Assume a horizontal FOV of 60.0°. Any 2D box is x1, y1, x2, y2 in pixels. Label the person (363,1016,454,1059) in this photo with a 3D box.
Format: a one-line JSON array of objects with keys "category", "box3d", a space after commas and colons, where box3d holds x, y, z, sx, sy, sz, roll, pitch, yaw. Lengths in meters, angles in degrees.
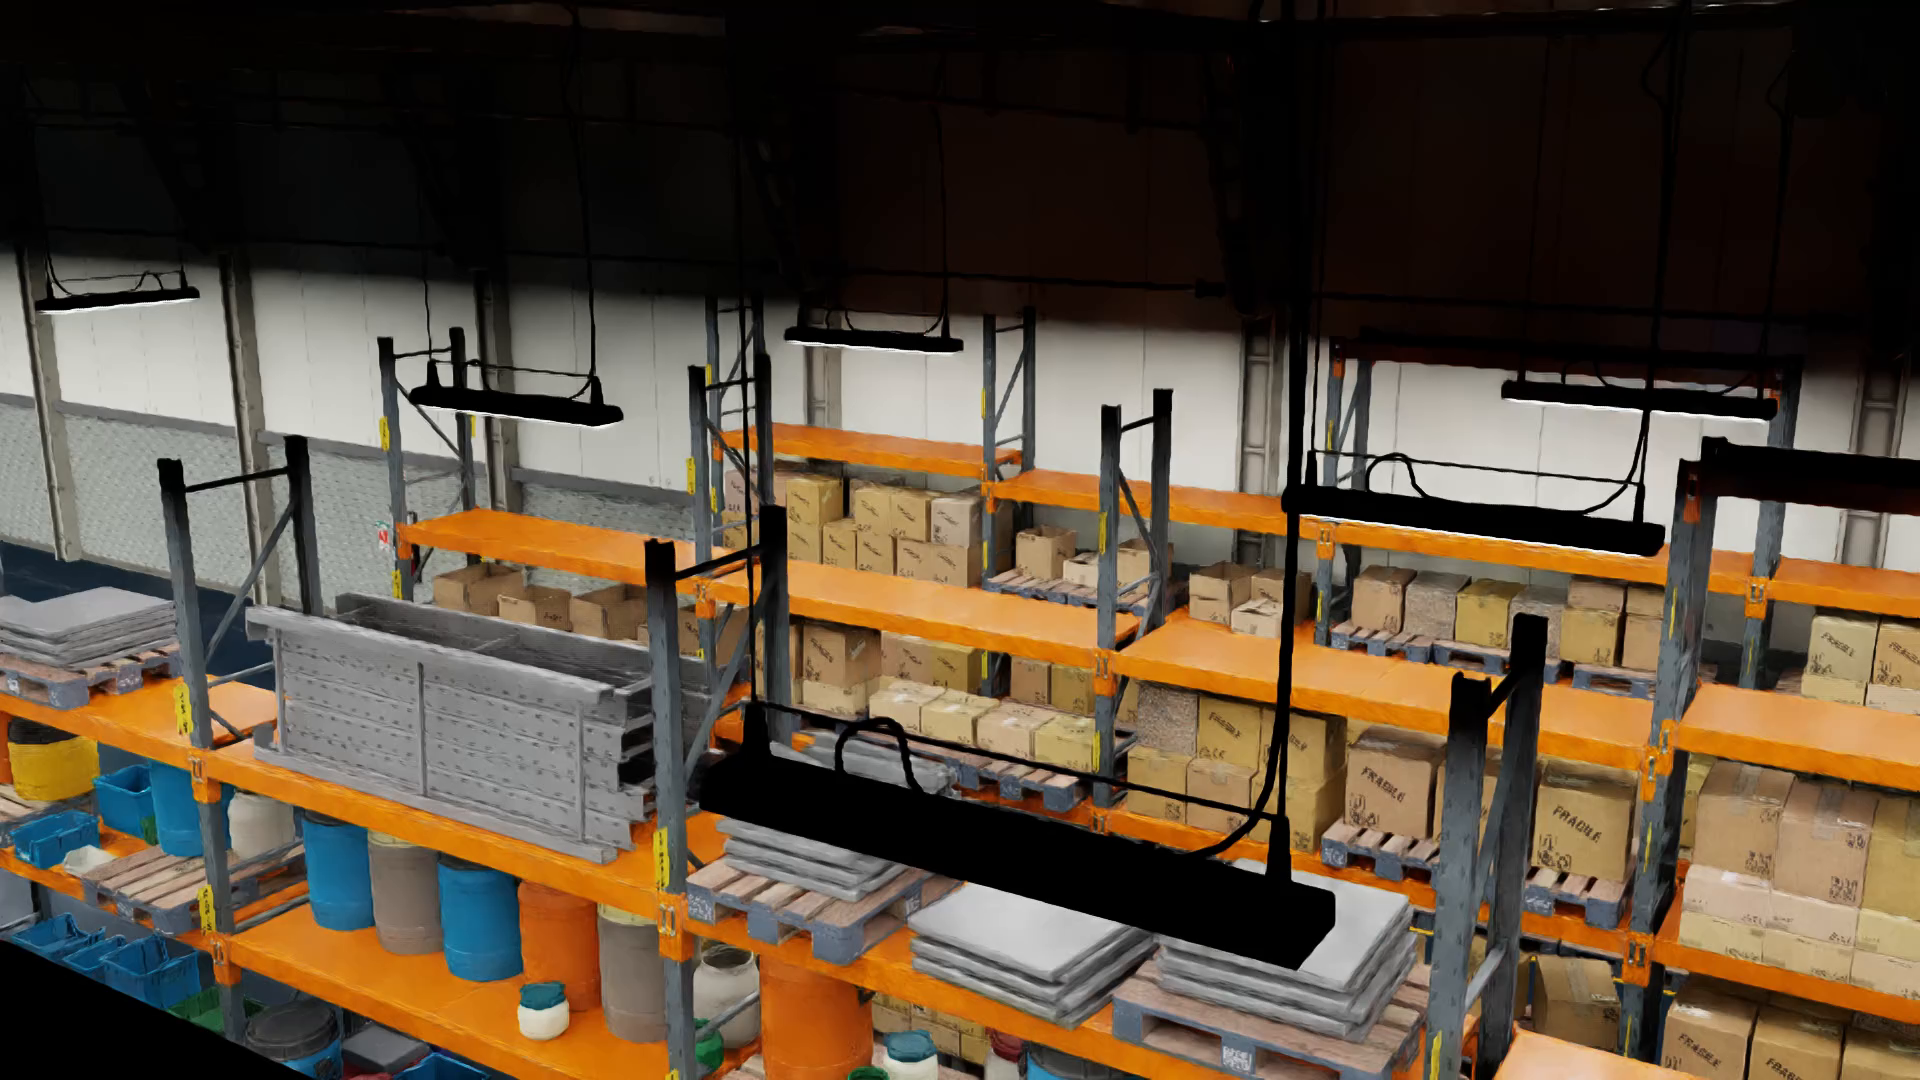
[{"category": "person", "box3d": [-4.891, 3.832, 14.420, 1.091, 1.566, 0.480, 8, 16, 28]}]
